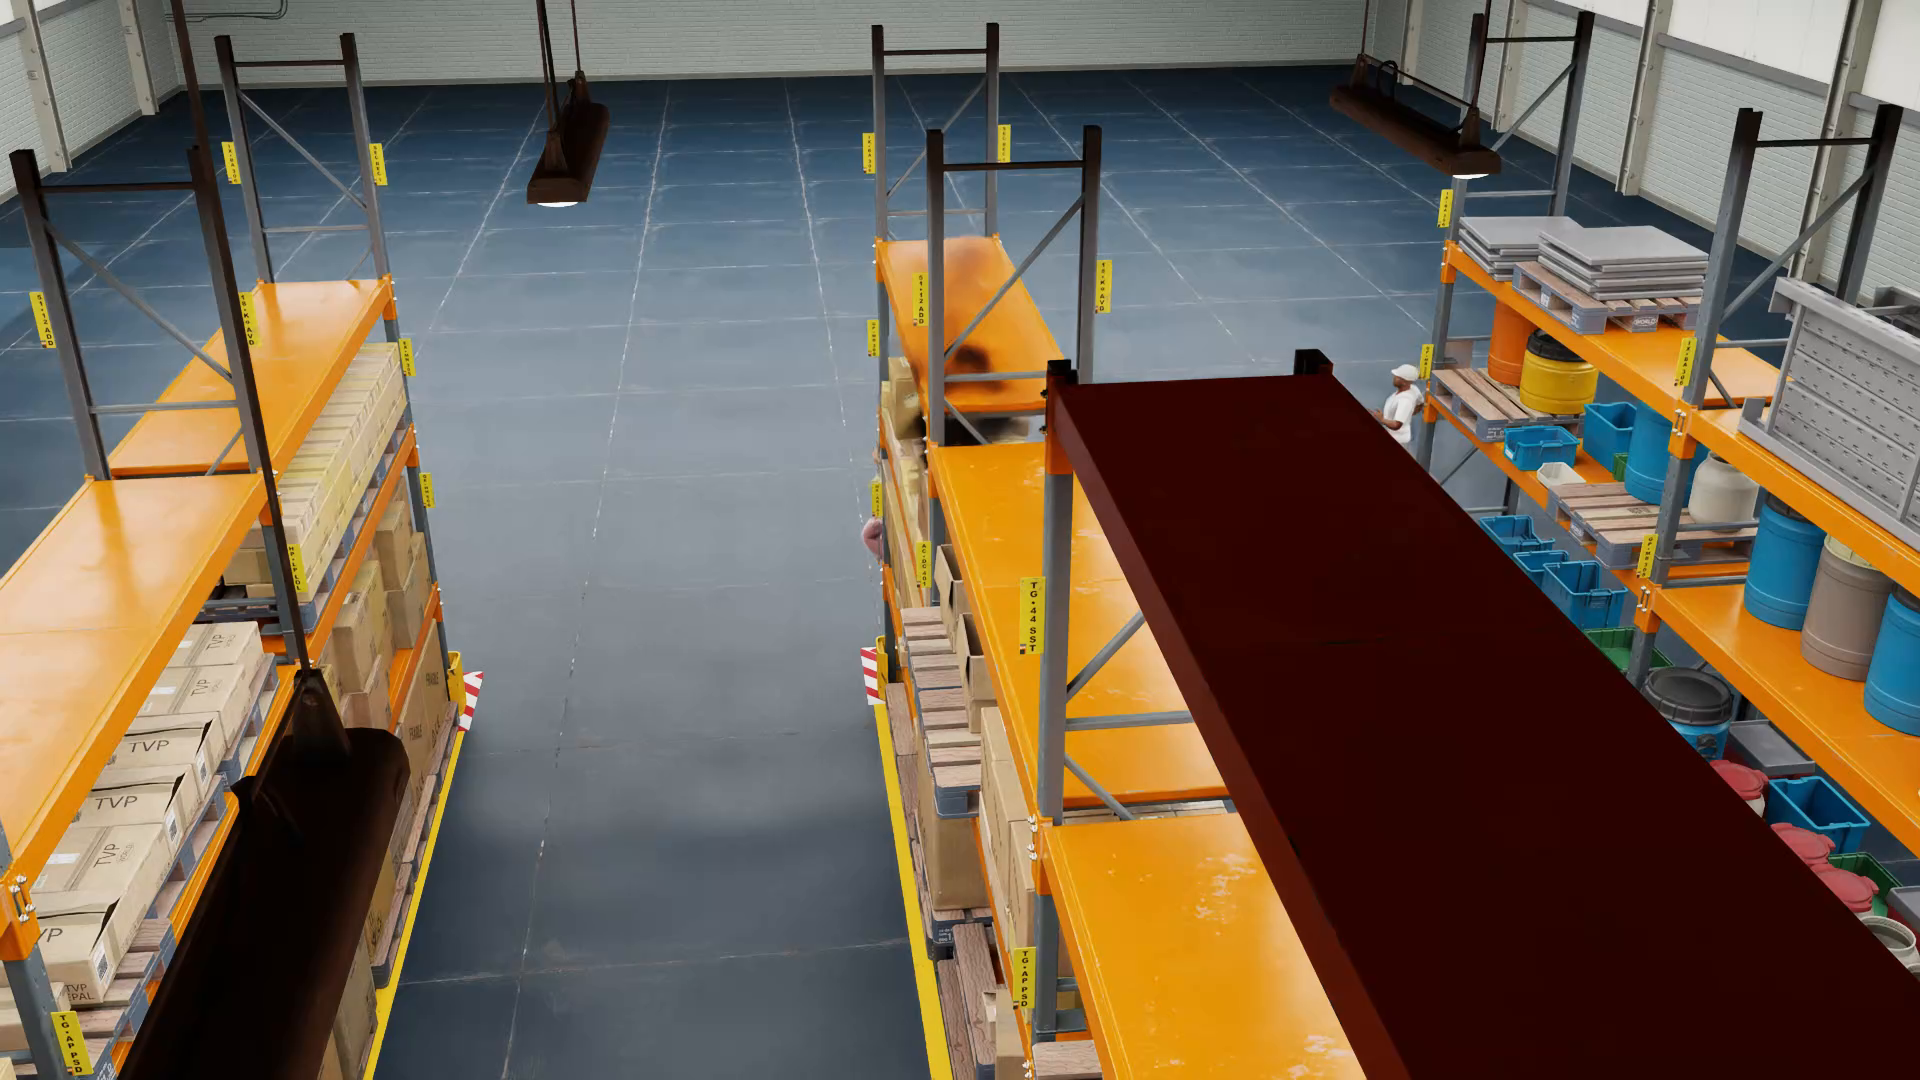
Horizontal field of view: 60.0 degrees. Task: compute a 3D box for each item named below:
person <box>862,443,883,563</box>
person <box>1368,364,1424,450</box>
[{"bbox_3d":[-0.771,-0.272,17.198,0.589,1.610,0.585,19,31,34],"label":"person"},{"bbox_3d":[4.941,-1.158,18.827,0.992,1.745,0.703,6,26,13],"label":"person"}]
